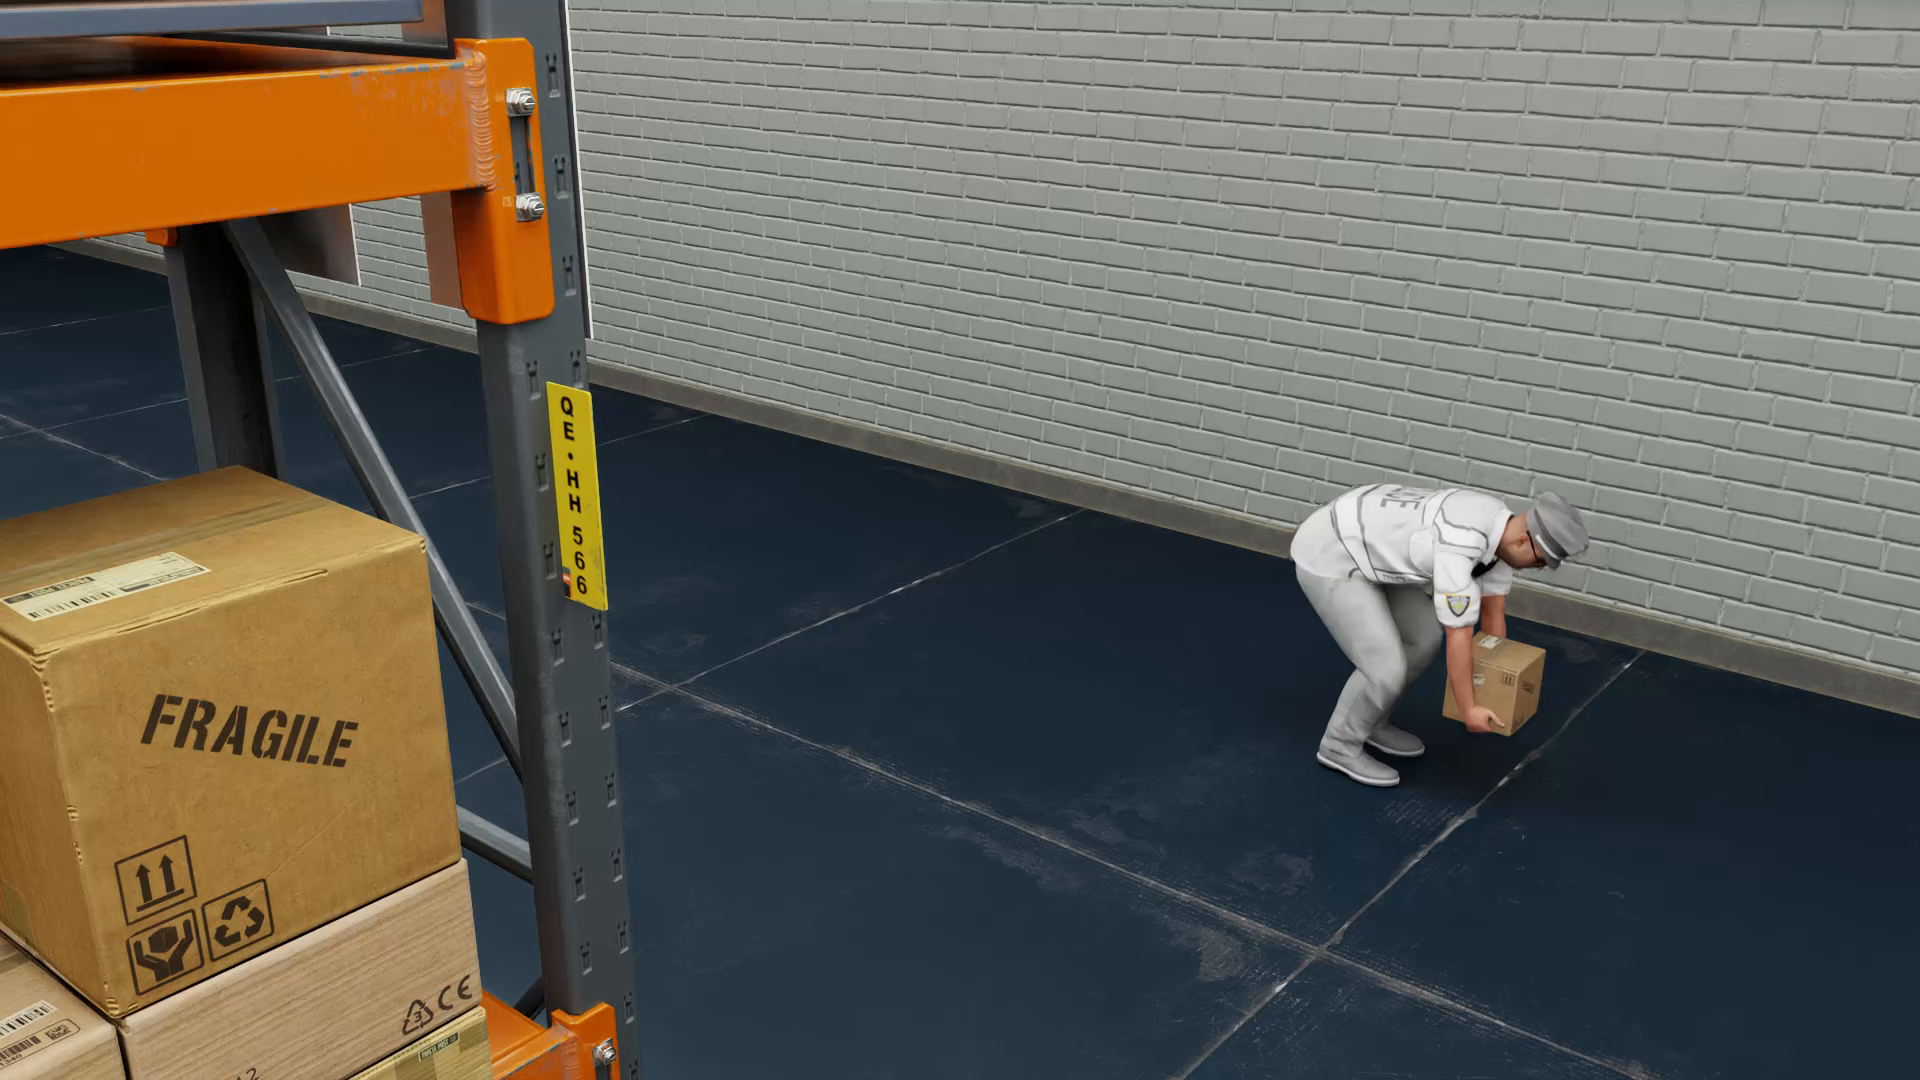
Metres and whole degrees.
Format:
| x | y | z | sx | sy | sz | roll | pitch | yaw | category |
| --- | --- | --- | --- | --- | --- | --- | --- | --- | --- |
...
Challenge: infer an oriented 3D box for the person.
| x | y | z | sx | sy | sz | roll | pitch | yaw | category |
| --- | --- | --- | --- | --- | --- | --- | --- | --- | --- |
| 1.697 | 0.325 | 6.028 | 1.028 | 1.171 | 0.516 | 14 | 24 | 34 | person |
